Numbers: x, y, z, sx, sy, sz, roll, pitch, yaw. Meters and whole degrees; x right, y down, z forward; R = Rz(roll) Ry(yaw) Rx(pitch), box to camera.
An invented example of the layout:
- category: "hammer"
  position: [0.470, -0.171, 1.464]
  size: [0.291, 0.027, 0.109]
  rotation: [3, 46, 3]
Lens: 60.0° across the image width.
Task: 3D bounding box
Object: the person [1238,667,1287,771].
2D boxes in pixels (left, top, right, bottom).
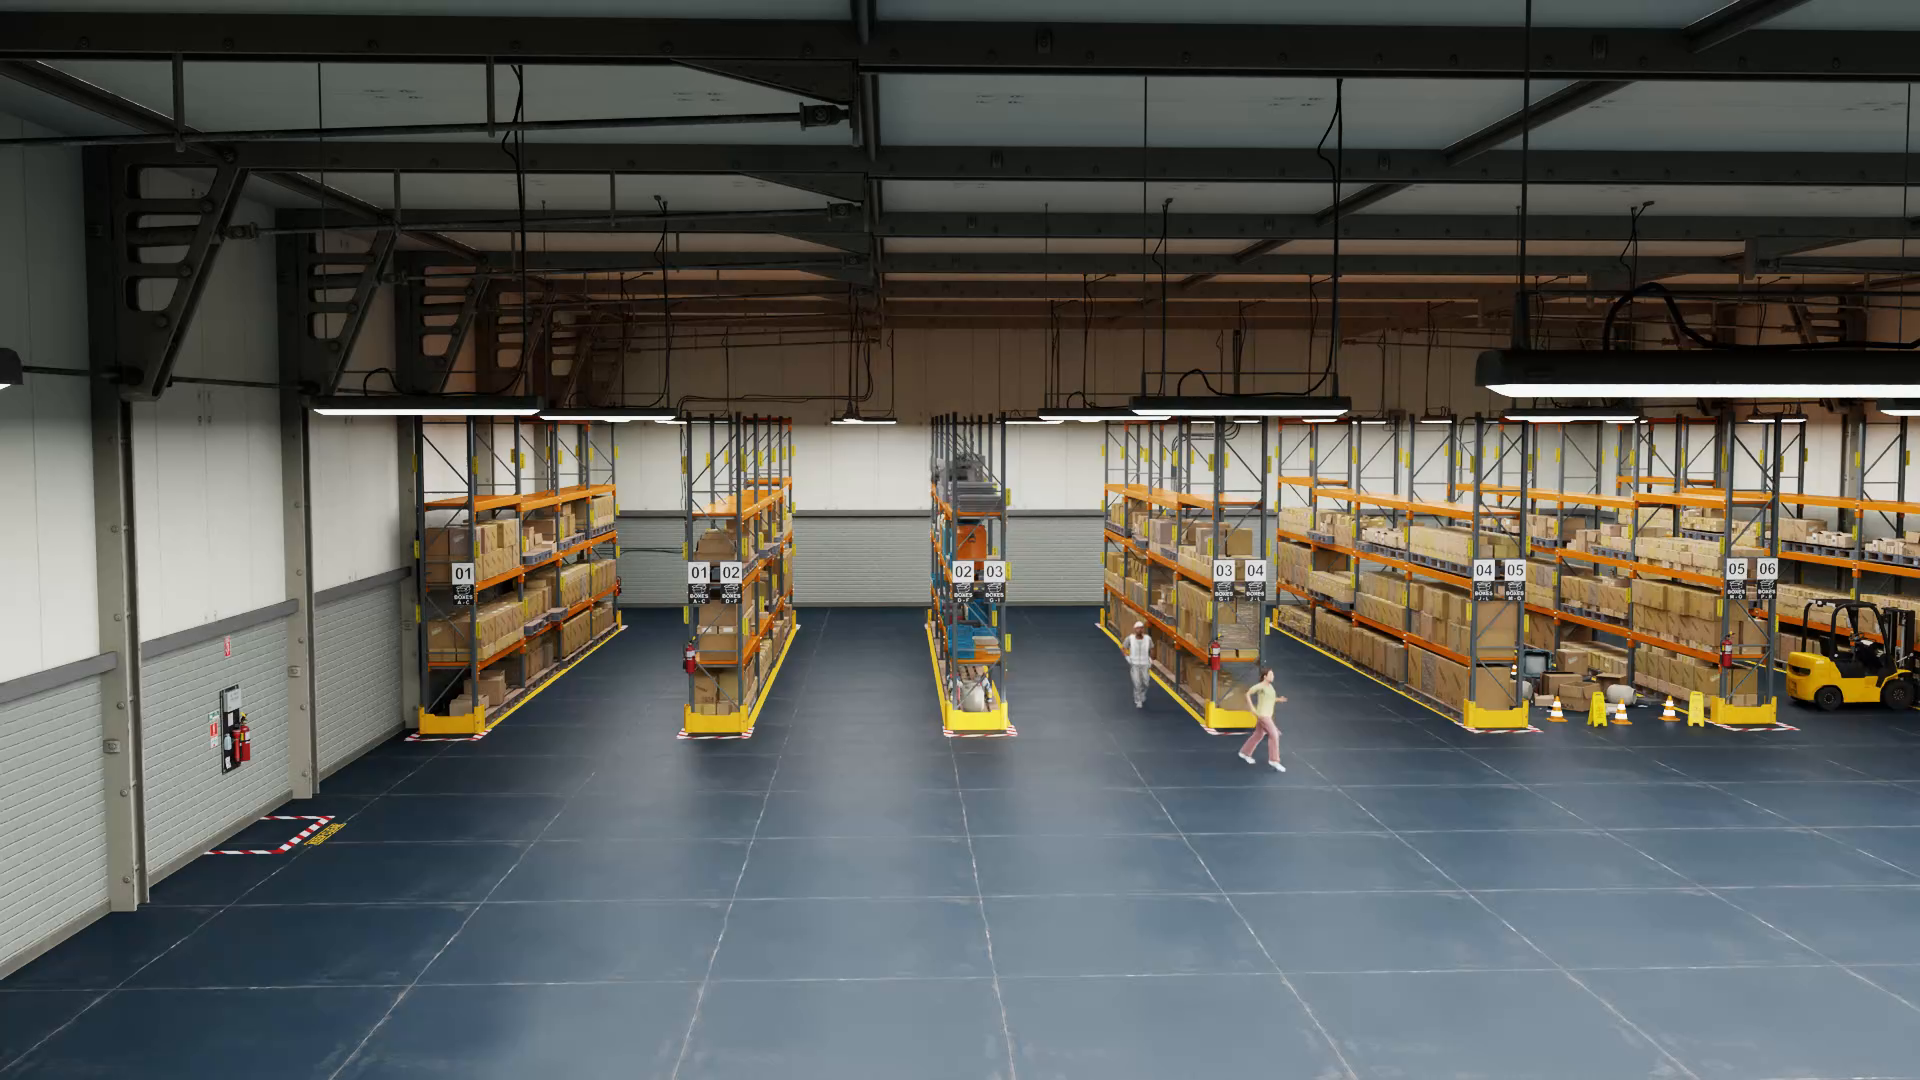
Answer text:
- category: "person"
  position: [5.066, 2.979, 27.865]
  size: [0.843, 1.714, 0.548]
  rotation: [2, 4, 27]

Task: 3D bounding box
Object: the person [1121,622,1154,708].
- category: "person"
  position: [3.638, 2.535, 34.019]
  size: [0.687, 1.745, 0.595]
  rotation: [0, 4, -2]

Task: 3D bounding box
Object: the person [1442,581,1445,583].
- category: "person"
  position: [14.479, 1.519, 49.409]
  size: [0.656, 1.674, 0.684]
  rotation: [1, 4, 21]
